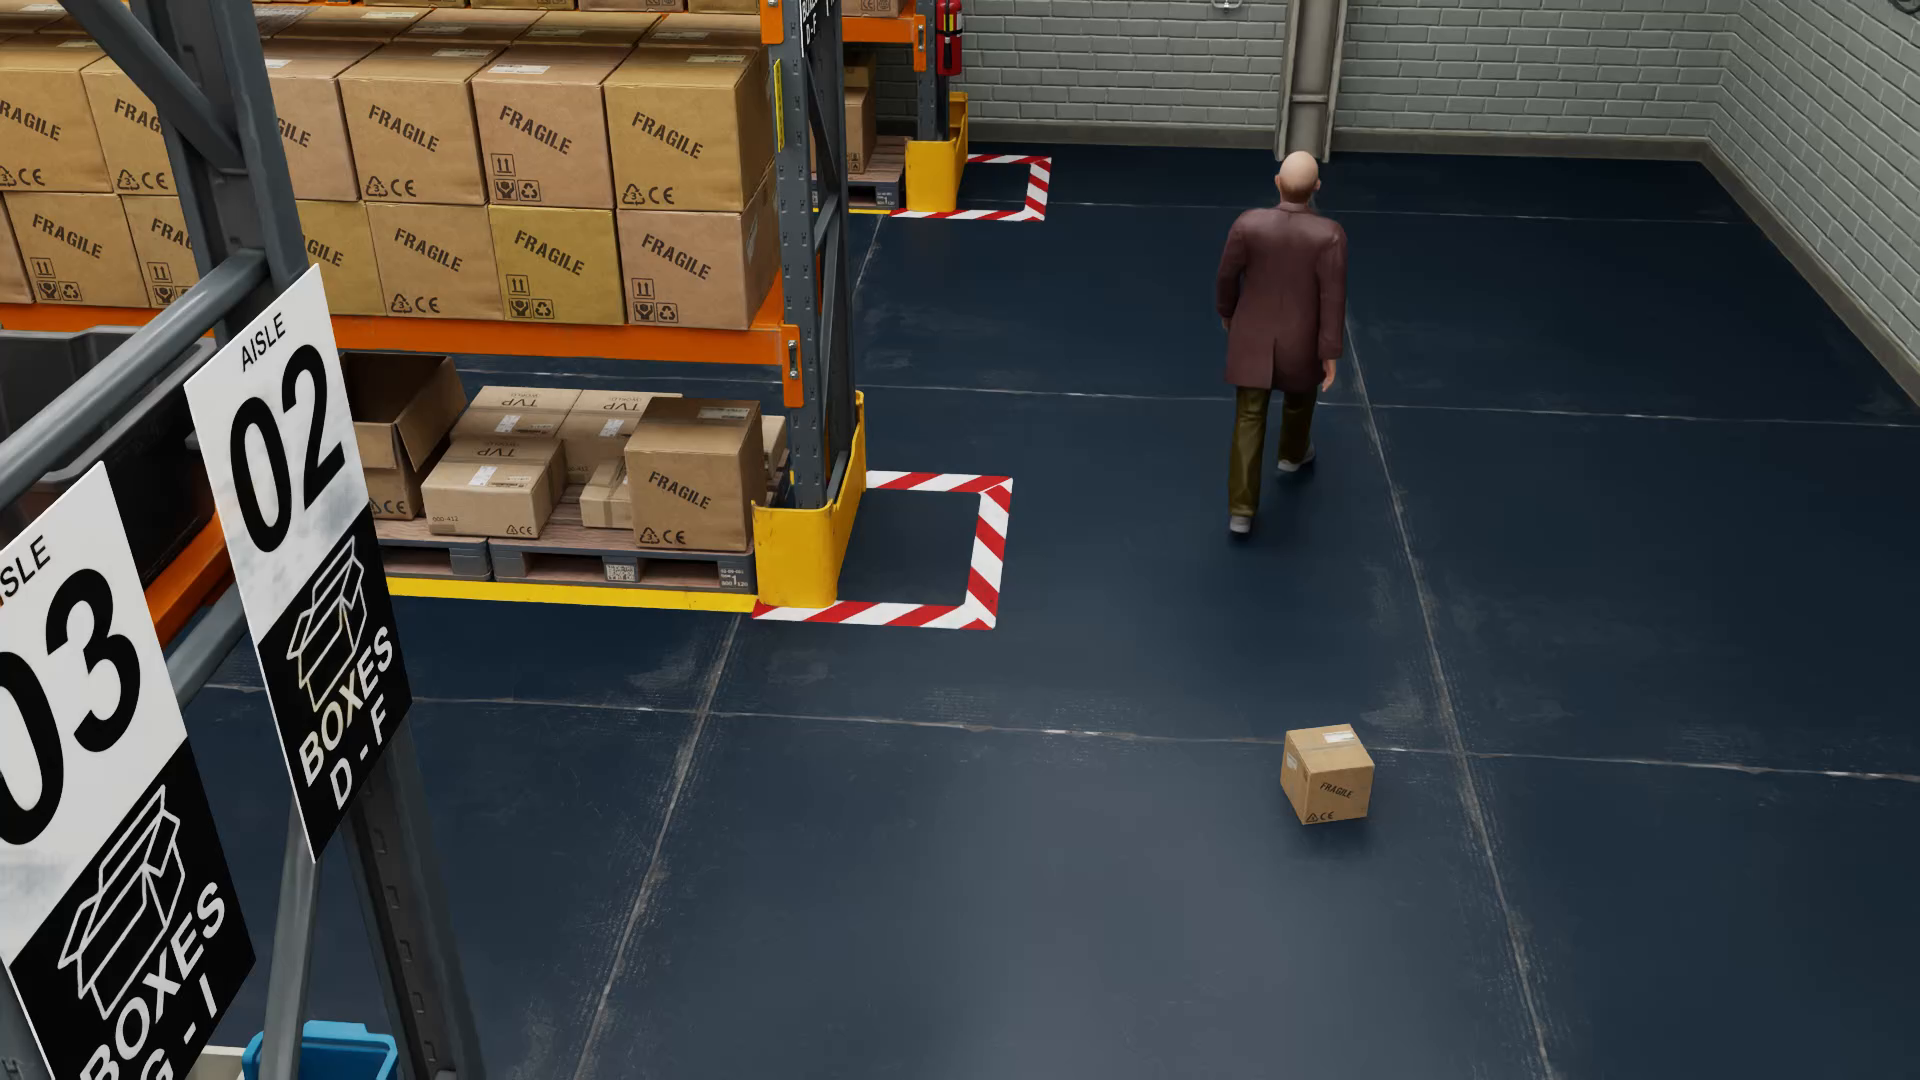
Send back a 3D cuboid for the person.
[{"bbox_3d":[1.484,-0.991,7.727,0.619,1.739,1.009,8,33,13],"label":"person"}]
